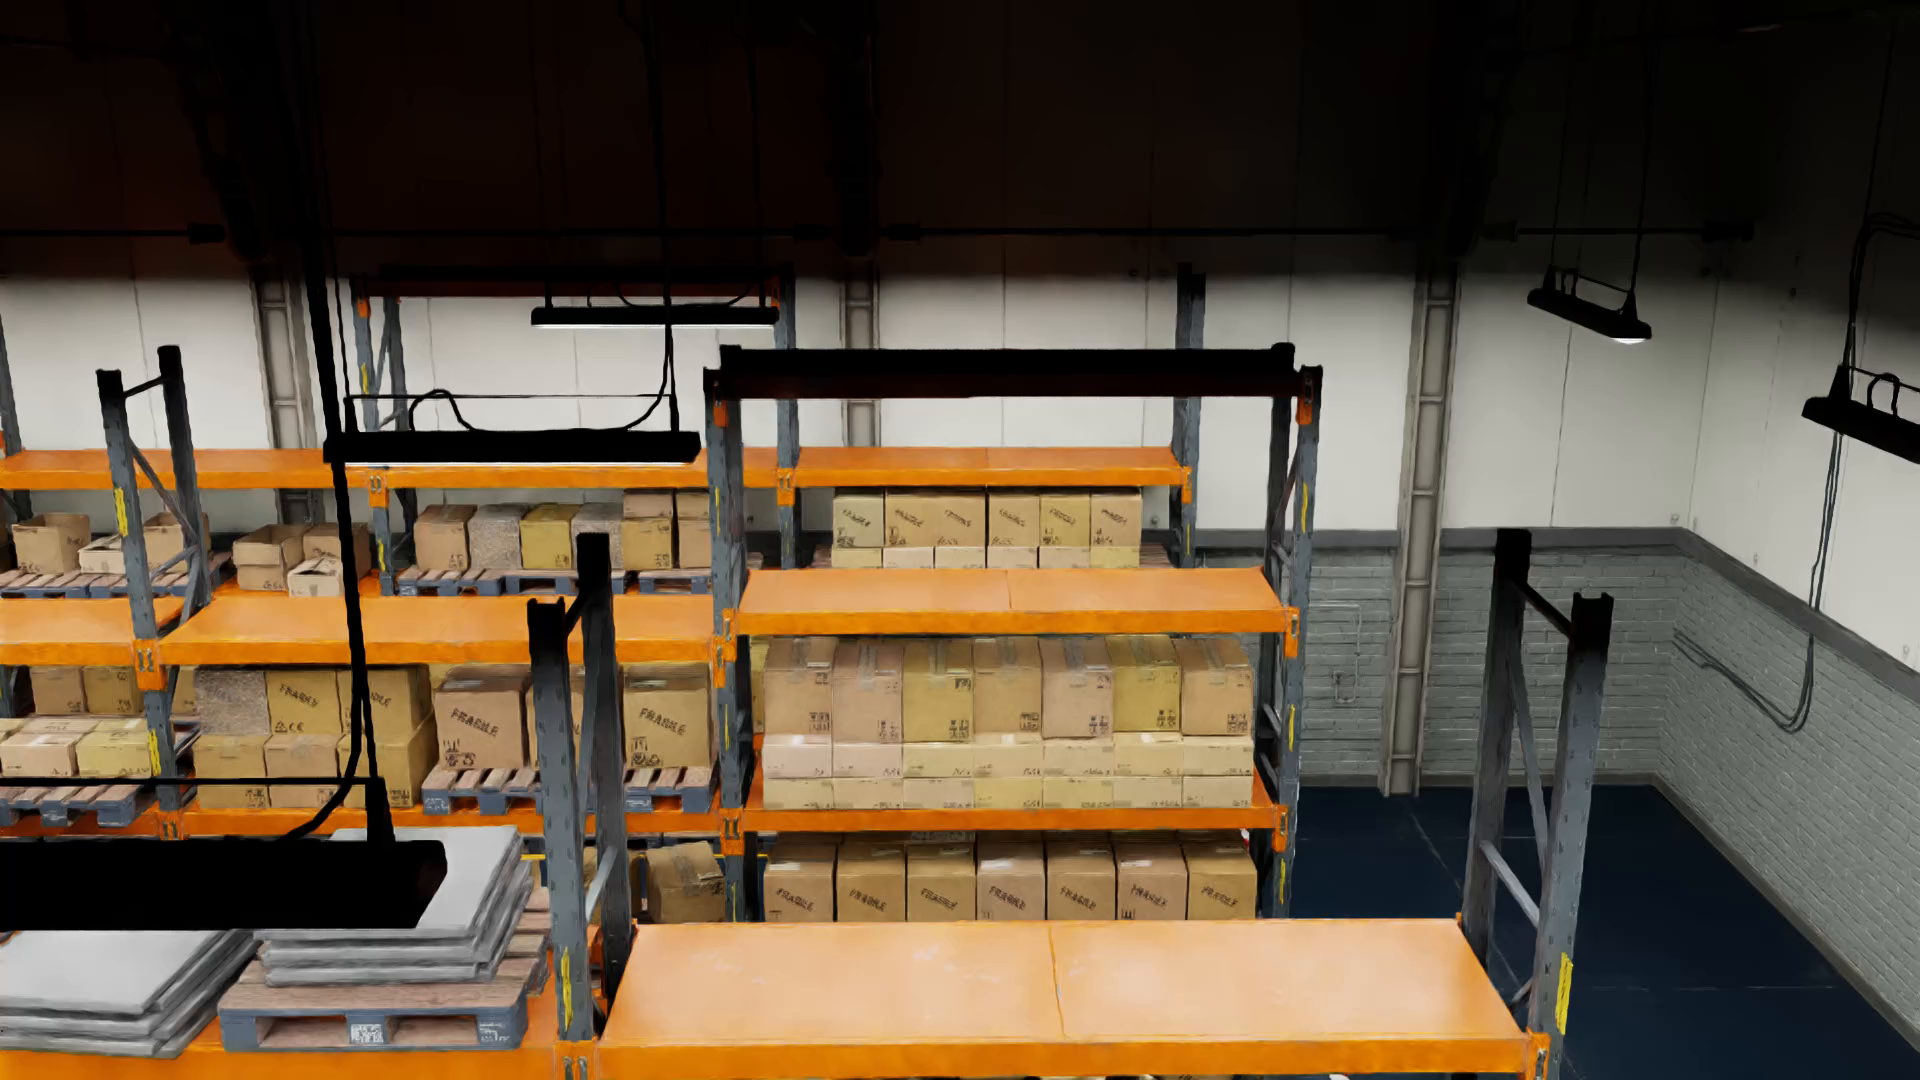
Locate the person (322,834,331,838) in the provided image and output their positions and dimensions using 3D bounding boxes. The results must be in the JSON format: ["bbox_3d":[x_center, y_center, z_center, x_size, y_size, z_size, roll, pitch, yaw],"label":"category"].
[{"bbox_3d":[-5.507,3.114,14.770,1.193,1.698,0.598,0,16,1],"label":"person"}]
